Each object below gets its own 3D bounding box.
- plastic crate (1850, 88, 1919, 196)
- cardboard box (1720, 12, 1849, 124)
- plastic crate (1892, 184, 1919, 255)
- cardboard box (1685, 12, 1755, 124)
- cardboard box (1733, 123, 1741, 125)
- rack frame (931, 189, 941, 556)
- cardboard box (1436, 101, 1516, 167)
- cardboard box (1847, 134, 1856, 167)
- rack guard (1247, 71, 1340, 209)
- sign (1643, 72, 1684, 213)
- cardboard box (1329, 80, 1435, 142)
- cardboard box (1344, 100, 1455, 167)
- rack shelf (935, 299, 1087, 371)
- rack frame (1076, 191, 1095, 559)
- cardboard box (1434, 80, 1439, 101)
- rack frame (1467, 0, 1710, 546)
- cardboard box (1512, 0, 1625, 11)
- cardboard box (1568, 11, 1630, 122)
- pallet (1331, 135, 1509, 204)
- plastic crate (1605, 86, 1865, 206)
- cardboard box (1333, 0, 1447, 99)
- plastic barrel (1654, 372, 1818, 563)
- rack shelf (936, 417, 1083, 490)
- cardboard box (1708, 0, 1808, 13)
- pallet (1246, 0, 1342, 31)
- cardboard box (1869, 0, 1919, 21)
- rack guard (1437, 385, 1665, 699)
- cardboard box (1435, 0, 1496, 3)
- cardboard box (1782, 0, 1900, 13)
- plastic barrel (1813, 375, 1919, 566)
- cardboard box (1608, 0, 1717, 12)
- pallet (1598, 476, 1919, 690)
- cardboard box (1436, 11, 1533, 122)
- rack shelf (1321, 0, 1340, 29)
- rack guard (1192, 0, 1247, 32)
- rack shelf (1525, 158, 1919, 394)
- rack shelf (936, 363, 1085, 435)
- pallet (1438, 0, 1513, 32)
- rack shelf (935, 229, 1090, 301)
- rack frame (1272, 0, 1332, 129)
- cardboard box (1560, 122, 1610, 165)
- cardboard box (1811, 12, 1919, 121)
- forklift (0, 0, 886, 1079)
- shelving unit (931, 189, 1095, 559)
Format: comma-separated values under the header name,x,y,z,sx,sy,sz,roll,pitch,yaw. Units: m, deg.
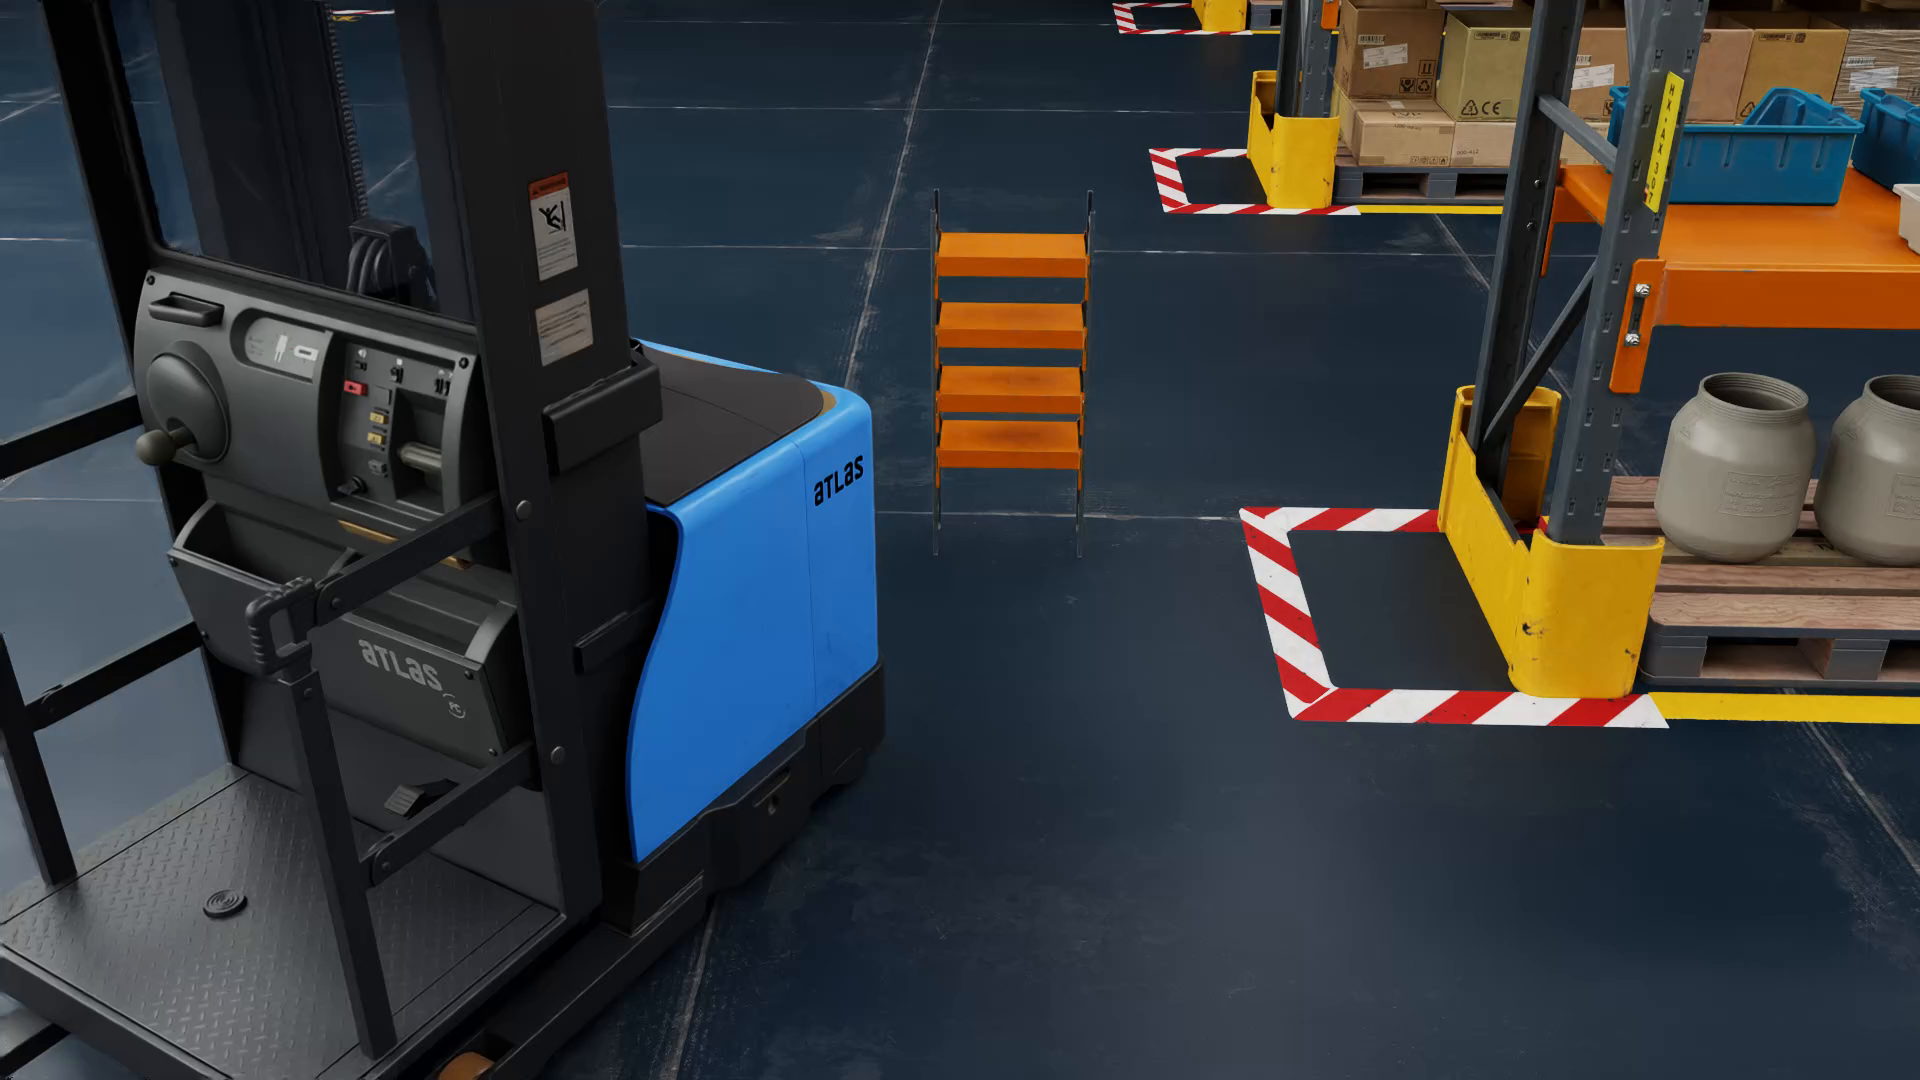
name,x,y,z,sx,sy,sz,roll,pitch,yaw
plastic crate,2.916,-1.167,4.908,0.408,0.251,0.499,1,28,2
cardboard box,4.462,-2.594,9.128,0.500,0.500,0.500,1,28,2
plastic crate,2.639,-0.832,4.399,0.250,0.136,0.298,1,28,2
cardboard box,3.962,-2.596,9.131,0.500,0.500,0.500,1,28,2
cardboard box,4.462,-2.257,9.292,0.500,0.250,0.500,1,28,2
rack frame,-0.078,-0.531,5.471,0.015,1.200,0.240,1,28,2
cardboard box,2.963,-2.284,9.343,0.500,0.250,0.500,1,28,2
cardboard box,4.962,-2.256,9.290,0.500,0.250,0.500,1,28,2
rack guard,1.911,-2.329,9.609,0.348,0.500,1.175,1,28,2
sign,1.733,-0.979,4.099,0.005,0.325,0.100,1,28,2
cardboard box,2.481,-2.533,9.813,0.500,0.250,0.500,1,28,2
cardboard box,2.463,-2.290,9.356,0.500,0.250,0.500,1,28,2
rack shelf,0.165,-0.666,5.391,0.480,0.148,0.258,1,28,2
rack frame,0.409,-0.523,5.456,0.015,1.200,0.240,1,28,2
cardboard box,2.981,-2.530,9.808,0.500,0.250,0.500,1,28,2
rack frame,1.756,-1.114,4.649,0.127,3.000,1.000,1,28,2
cardboard box,3.481,-2.856,9.621,0.500,0.500,0.500,1,28,2
cardboard box,3.463,-2.612,9.162,0.500,0.500,0.500,1,28,2
pallet,2.701,-2.208,9.689,1.213,0.211,1.003,1,28,2
plastic crate,2.267,-1.180,4.933,0.616,0.251,0.499,1,28,2
cardboard box,2.481,-2.865,9.639,0.500,0.500,0.500,1,28,2
plastic barrel,2.417,-0.226,5.181,0.421,0.512,0.421,0,28,0
rack shelf,0.165,-0.293,5.588,0.480,0.148,0.258,1,28,2
cardboard box,4.481,-2.839,9.590,0.500,0.500,0.500,1,28,2
pallet,2.993,-4.488,13.991,1.213,0.211,1.003,1,28,2
cardboard box,5.480,-2.823,9.559,0.500,0.500,0.500,1,28,2
rack guard,1.834,-0.031,5.274,0.348,0.500,1.175,1,28,2
cardboard box,4.095,-4.743,13.694,0.500,0.500,0.700,-1,28,-1
cardboard box,4.980,-2.827,9.568,0.500,0.500,0.500,1,28,2
plastic barrel,2.918,-0.217,5.165,0.421,0.512,0.421,0,28,0
cardboard box,3.981,-2.847,9.604,0.500,0.500,0.500,1,28,2
pallet,2.646,0.113,5.312,1.213,0.211,1.003,1,28,2
cardboard box,2.963,-2.614,9.166,0.500,0.500,0.500,1,28,2
rack shelf,3.934,-3.082,9.129,4.000,0.370,1.077,1,28,2
rack guard,2.182,-4.646,13.980,0.348,0.500,1.175,1,28,2
rack shelf,3.755,-0.763,4.756,4.000,0.370,1.077,1,28,2
rack shelf,0.165,-0.468,5.495,0.480,0.148,0.258,1,28,2
pallet,4.209,-4.467,13.951,1.213,0.211,1.003,1,28,2
rack shelf,0.165,-0.875,5.280,0.480,0.148,0.258,1,28,2
rack frame,1.935,-3.433,9.023,0.127,3.000,1.000,1,28,2
cardboard box,3.463,-2.275,9.327,0.500,0.250,0.500,1,28,2
cardboard box,4.962,-2.588,9.116,0.500,0.500,0.500,1,28,2
forklift,-1.391,-0.236,3.065,1.130,2.935,3.031,16,32,27
shelving unit,0.165,-0.527,5.464,0.503,1.200,0.258,1,28,2
